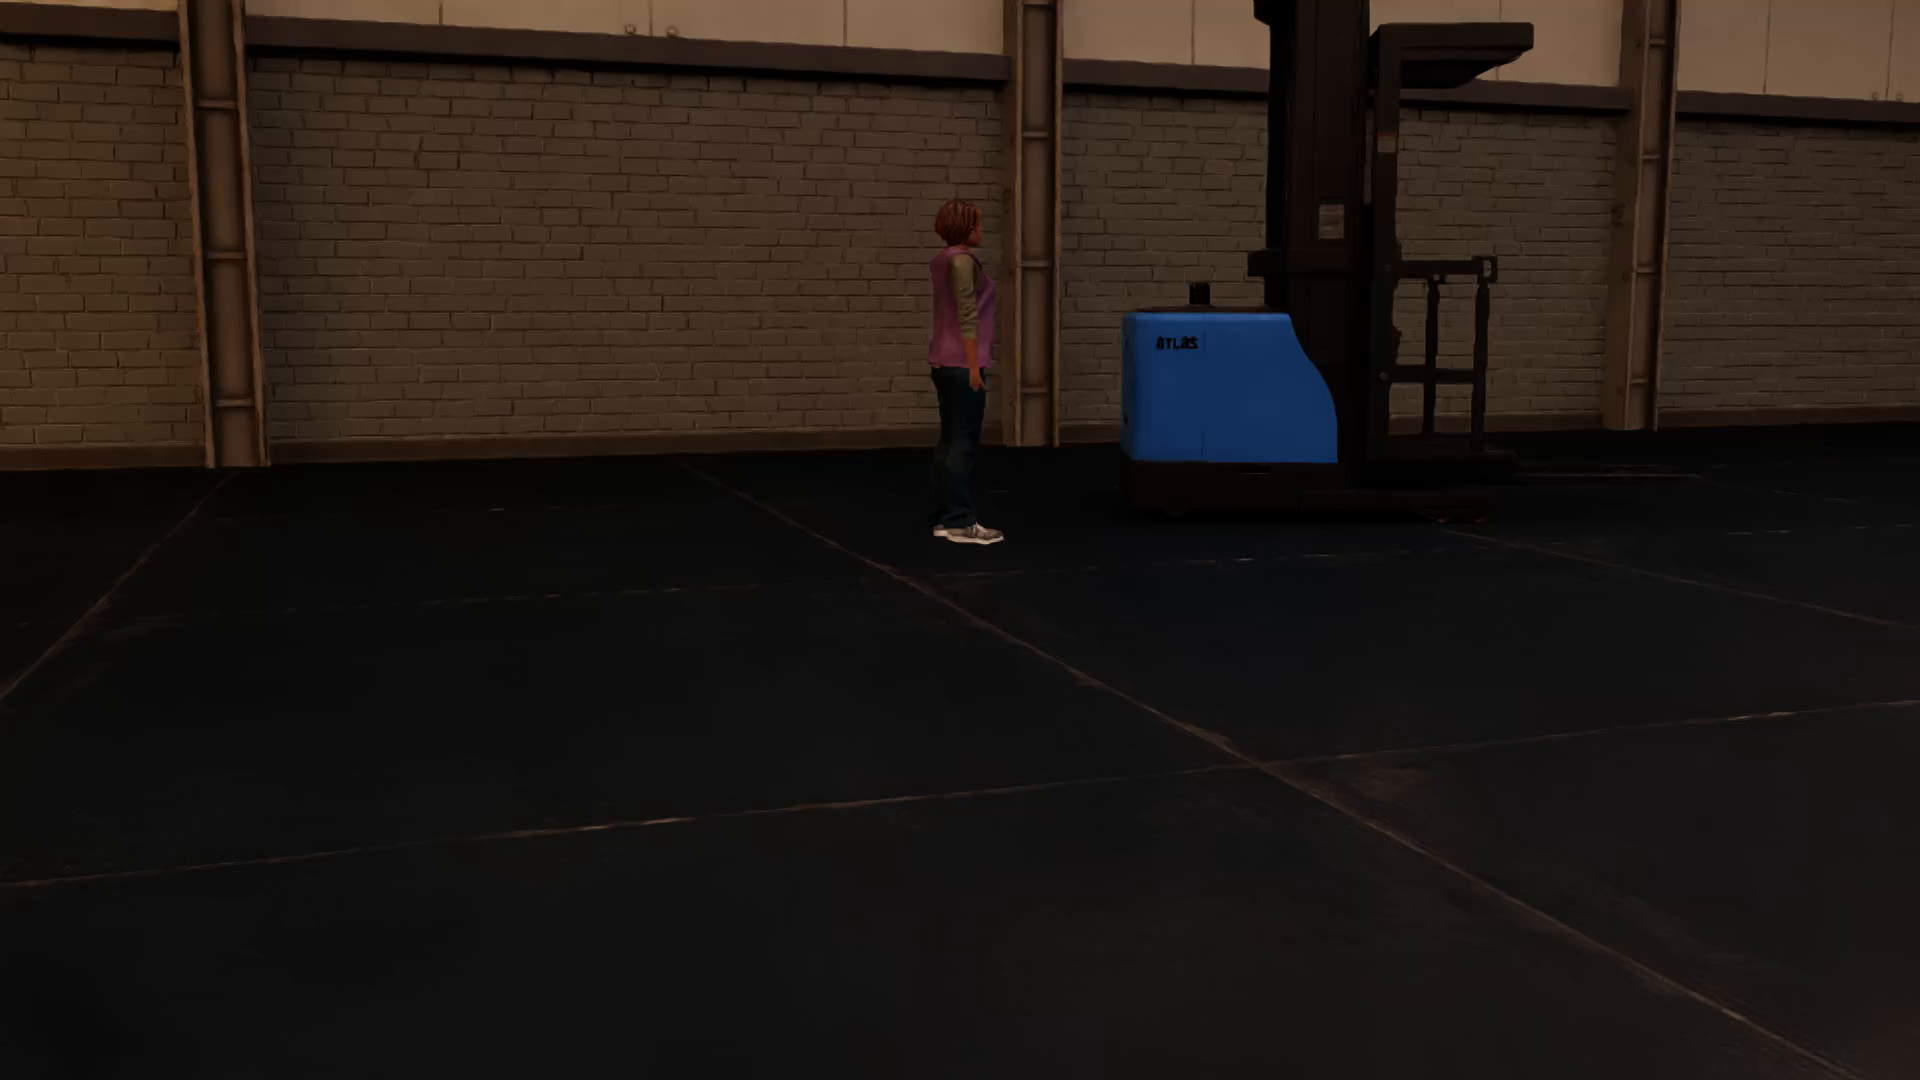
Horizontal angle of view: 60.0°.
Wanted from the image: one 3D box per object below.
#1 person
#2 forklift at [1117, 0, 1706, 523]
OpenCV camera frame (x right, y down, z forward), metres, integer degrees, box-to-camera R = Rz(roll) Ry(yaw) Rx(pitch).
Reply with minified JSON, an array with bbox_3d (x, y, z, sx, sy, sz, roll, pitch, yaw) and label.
[{"bbox_3d":[0.009,-0.793,7.819,0.311,1.604,0.405,-3,8,-18],"label":"person"},{"bbox_3d":[2.409,-1.614,8.915,3.031,2.935,1.130,0,8,1],"label":"forklift"}]
